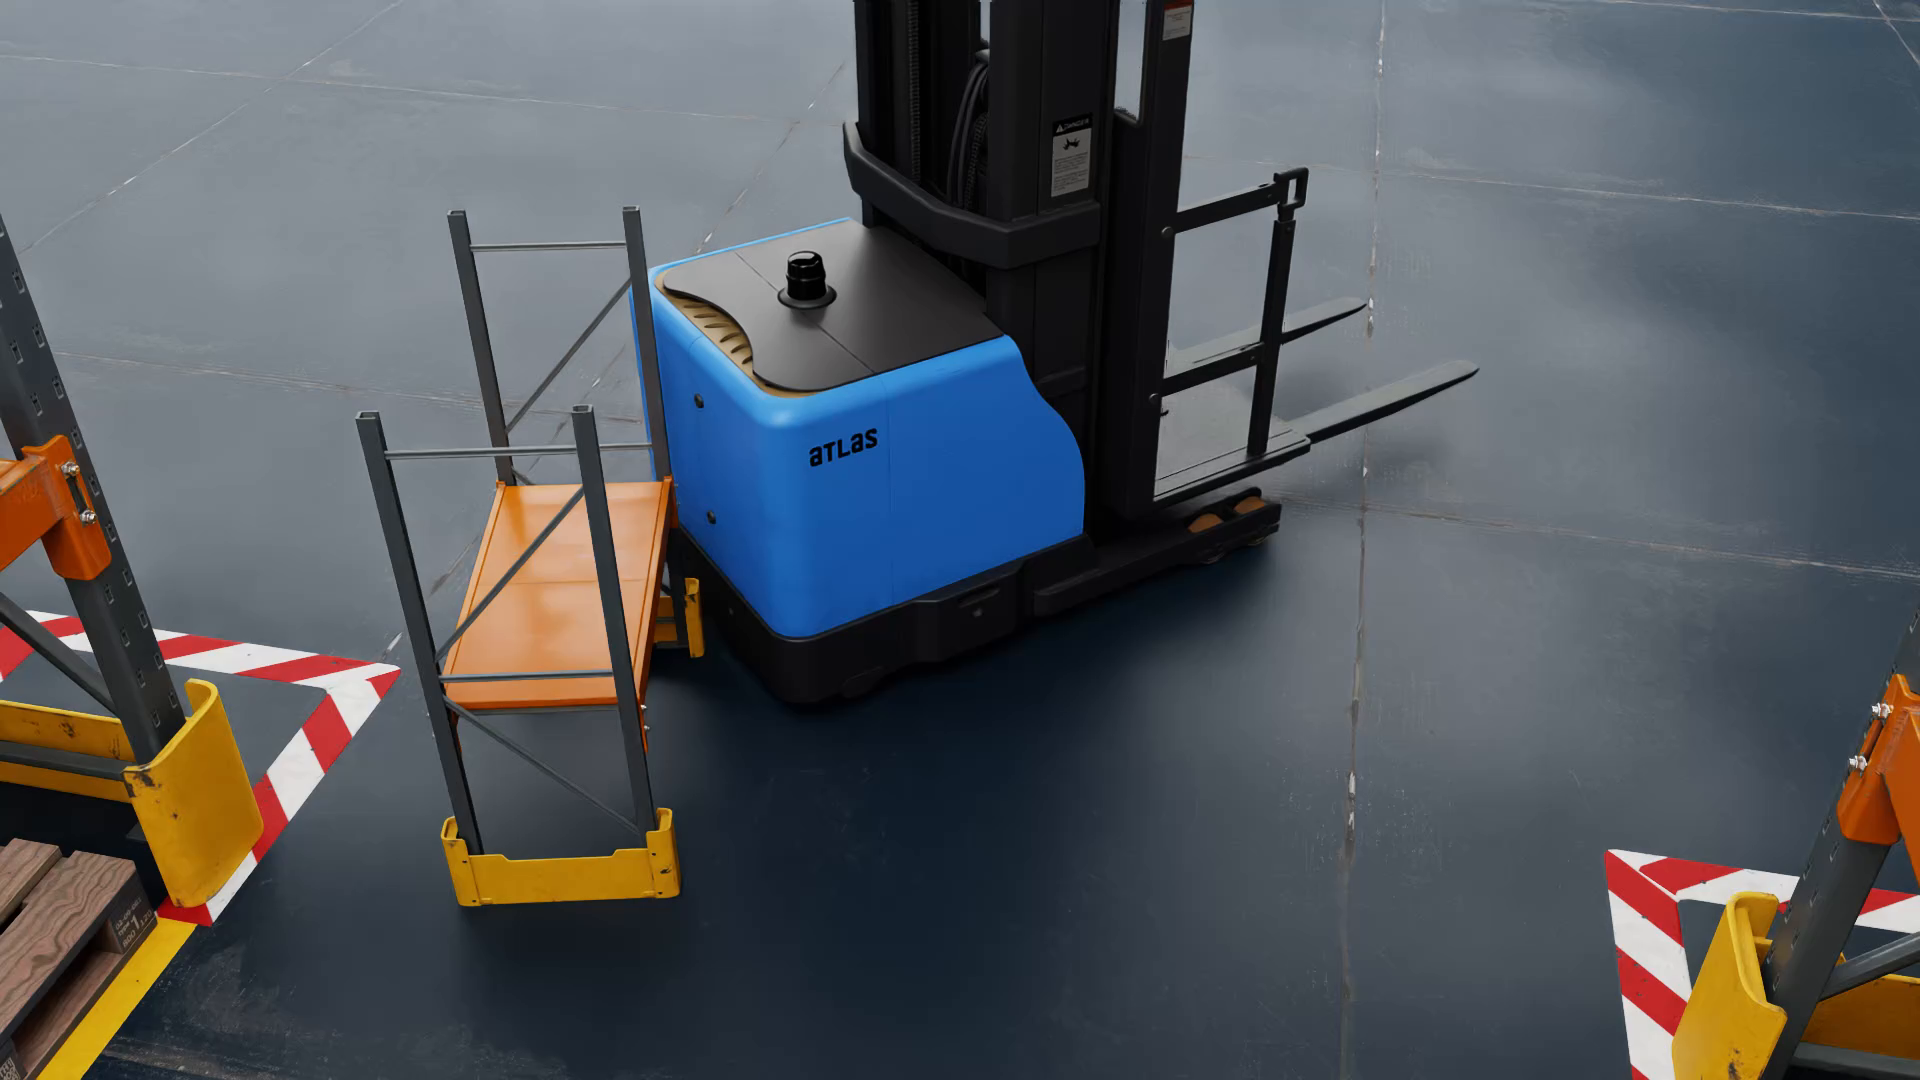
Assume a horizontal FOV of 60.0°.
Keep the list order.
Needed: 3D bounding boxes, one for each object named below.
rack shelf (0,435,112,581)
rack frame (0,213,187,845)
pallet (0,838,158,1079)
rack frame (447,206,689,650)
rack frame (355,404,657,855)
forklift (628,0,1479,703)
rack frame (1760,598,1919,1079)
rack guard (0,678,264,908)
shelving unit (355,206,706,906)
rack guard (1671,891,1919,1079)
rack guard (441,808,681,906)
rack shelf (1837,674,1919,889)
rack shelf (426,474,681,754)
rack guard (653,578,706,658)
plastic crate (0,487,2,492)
[{"bbox_3d":[-2.991,0.984,2.449,1.077,0.370,4.000,7,37,10],"label":"rack shelf"},{"bbox_3d":[-2.564,-0.454,3.820,1.000,3.000,0.127,7,37,10],"label":"rack frame"},{"bbox_3d":[-2.713,1.190,3.928,1.003,0.211,1.213,7,37,10],"label":"pallet"},{"bbox_3d":[-1.101,-0.264,4.837,0.500,1.500,0.032,-2,36,-3],"label":"rack frame"},{"bbox_3d":[-1.043,0.331,4.015,0.500,1.500,0.032,-2,36,-3],"label":"rack frame"},{"bbox_3d":[0.501,-1.349,5.114,3.031,2.935,1.130,-20,41,-25],"label":"forklift"},{"bbox_3d":[2.274,0.169,2.960,1.000,3.000,0.127,7,37,10],"label":"rack frame"},{"bbox_3d":[-2.534,0.608,4.485,1.175,0.500,0.348,7,37,10],"label":"rack guard"},{"bbox_3d":[-1.072,0.039,4.419,0.587,1.500,1.083,-2,36,-3],"label":"shelving unit"},{"bbox_3d":[2.280,1.168,3.713,1.175,0.500,0.348,7,37,10],"label":"rack guard"},{"bbox_3d":[-1.044,0.837,4.383,0.587,0.250,0.087,-2,36,-3],"label":"rack guard"},{"bbox_3d":[1.847,1.607,1.589,1.077,0.370,4.000,7,37,10],"label":"rack shelf"},{"bbox_3d":[-1.072,0.179,4.531,0.538,0.185,1.000,-2,36,-3],"label":"rack shelf"},{"bbox_3d":[-1.100,0.253,5.188,0.587,0.250,0.087,-2,36,-3],"label":"rack guard"},{"bbox_3d":[-2.378,-0.069,3.416,0.499,0.251,0.616,7,37,10],"label":"plastic crate"}]
